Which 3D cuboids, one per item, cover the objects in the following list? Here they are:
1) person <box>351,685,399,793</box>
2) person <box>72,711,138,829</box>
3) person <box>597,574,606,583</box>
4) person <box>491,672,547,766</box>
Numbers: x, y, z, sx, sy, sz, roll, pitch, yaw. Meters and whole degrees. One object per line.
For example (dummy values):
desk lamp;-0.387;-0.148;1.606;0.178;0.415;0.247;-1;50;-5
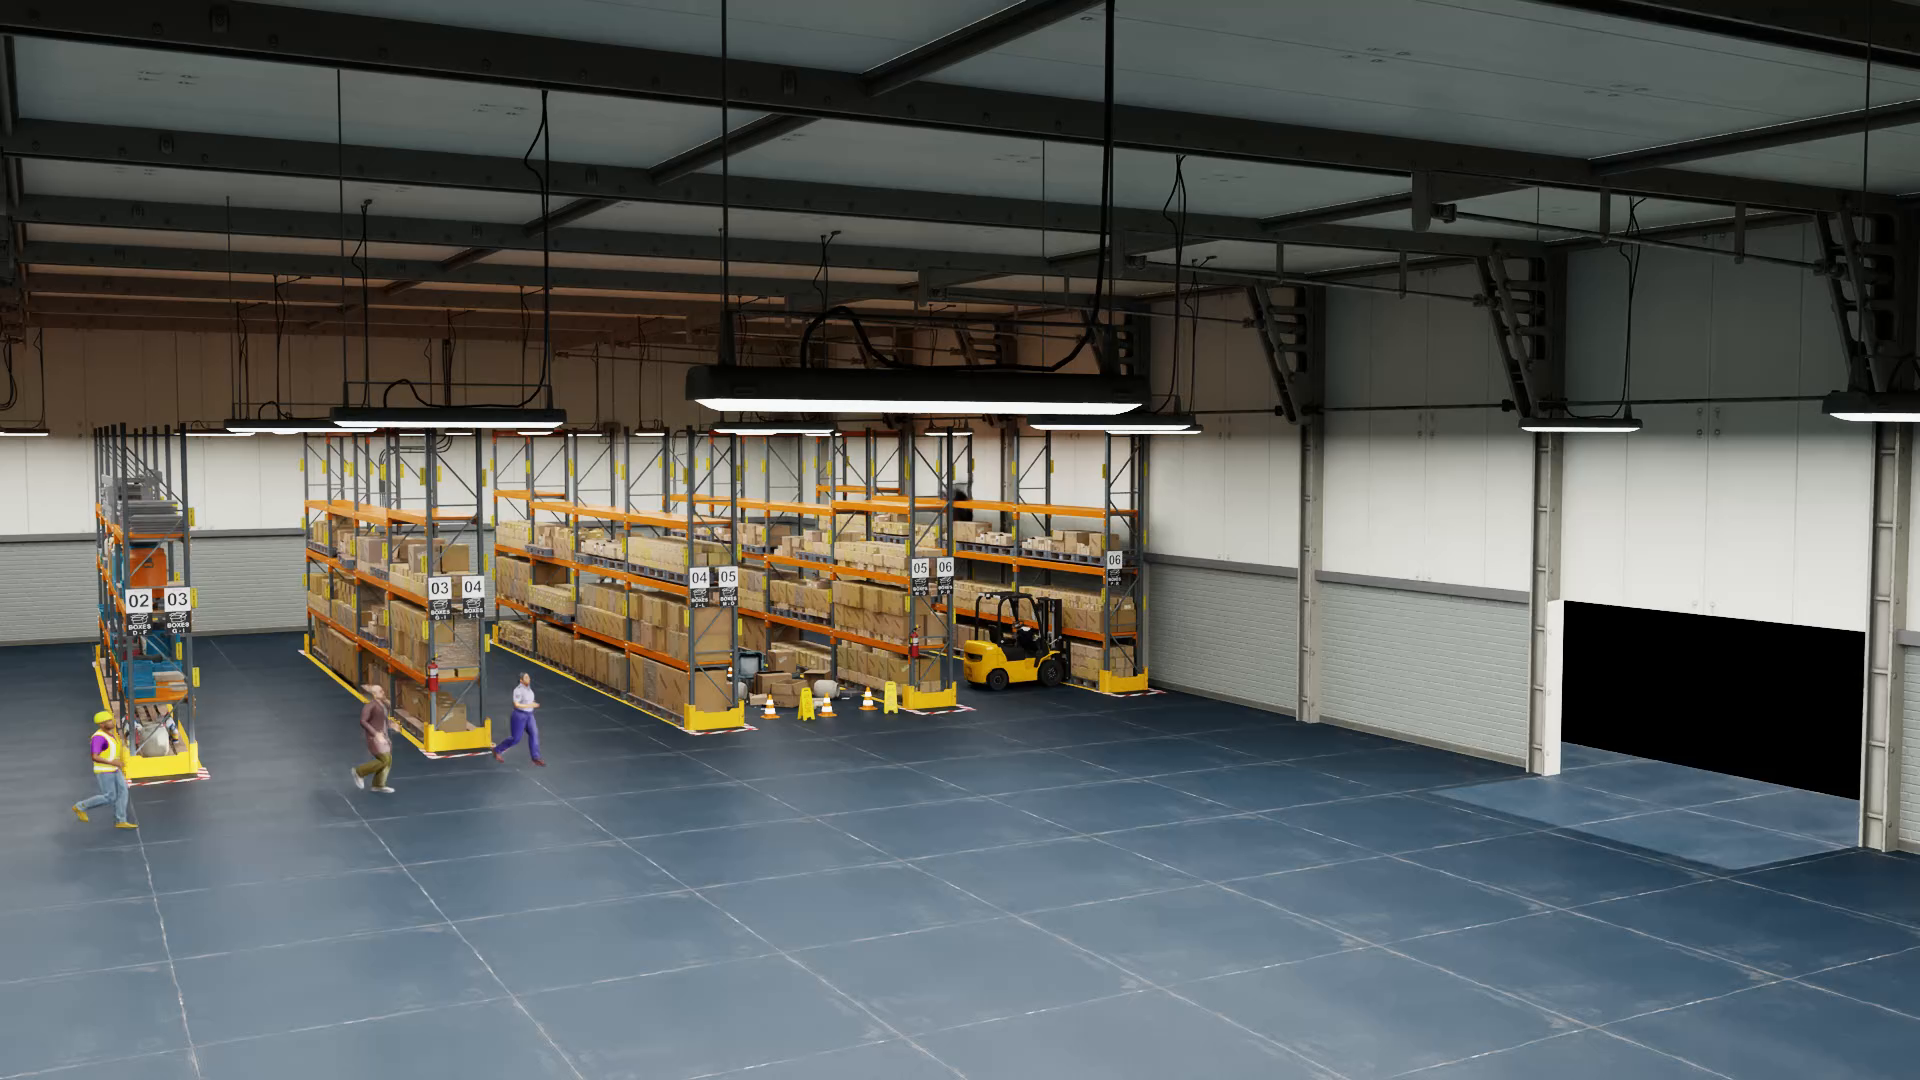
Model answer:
person;-9.485;3.224;26.981;0.691;1.751;0.706;0;3;1
person;-12.514;3.380;24.335;0.855;1.751;0.706;-1;4;-9
person;-10.660;1.807;49.547;0.995;1.760;0.704;-2;4;-34
person;-7.713;3.147;29.166;0.925;1.659;0.616;1;4;12
